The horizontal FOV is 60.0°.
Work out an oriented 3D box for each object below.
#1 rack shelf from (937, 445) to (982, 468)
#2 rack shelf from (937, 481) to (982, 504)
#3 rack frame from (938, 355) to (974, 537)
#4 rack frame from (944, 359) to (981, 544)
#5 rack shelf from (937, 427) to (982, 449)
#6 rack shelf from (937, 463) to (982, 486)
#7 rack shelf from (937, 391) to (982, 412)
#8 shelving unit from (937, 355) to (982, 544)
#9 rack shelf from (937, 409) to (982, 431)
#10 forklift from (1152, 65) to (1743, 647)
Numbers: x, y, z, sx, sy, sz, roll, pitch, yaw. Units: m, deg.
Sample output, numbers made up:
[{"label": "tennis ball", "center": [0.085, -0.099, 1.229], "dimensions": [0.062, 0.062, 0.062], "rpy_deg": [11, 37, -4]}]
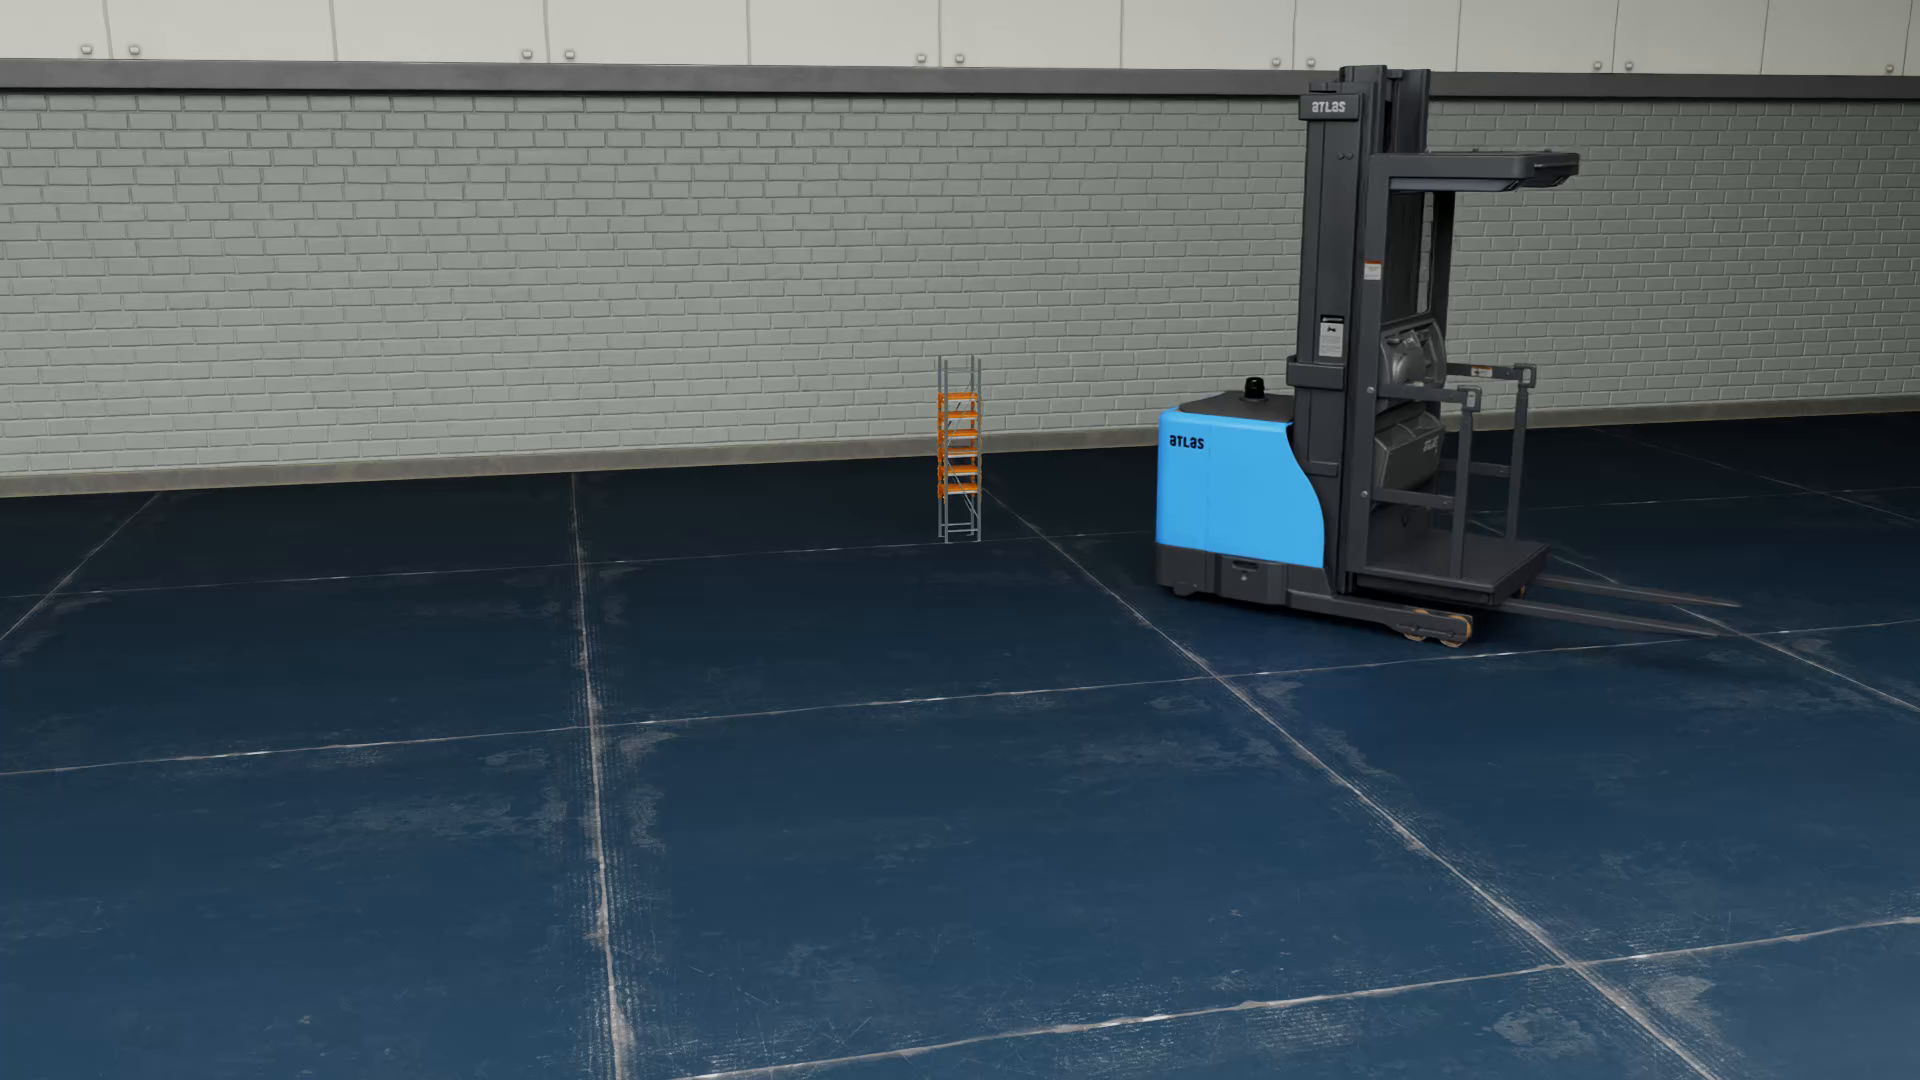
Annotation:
[{"label": "rack shelf", "center": [-0.003, -0.543, 10.809], "dimensions": [0.258, 0.103, 0.180], "rpy_deg": [-3, 14, -13]}, {"label": "rack shelf", "center": [-0.003, -0.310, 10.866], "dimensions": [0.258, 0.103, 0.180], "rpy_deg": [-3, 14, -13]}, {"label": "rack frame", "center": [-0.025, -0.607, 10.885], "dimensions": [0.240, 1.200, 0.006], "rpy_deg": [-3, 14, -13]}, {"label": "rack frame", "center": [0.018, -0.565, 10.712], "dimensions": [0.240, 1.200, 0.006], "rpy_deg": [-3, 14, -13]}, {"label": "rack shelf", "center": [-0.003, -0.660, 10.780], "dimensions": [0.258, 0.103, 0.180], "rpy_deg": [-3, 14, -13]}, {"label": "rack shelf", "center": [-0.003, -0.426, 10.837], "dimensions": [0.258, 0.103, 0.180], "rpy_deg": [-3, 14, -13]}, {"label": "rack shelf", "center": [-0.003, -0.893, 10.723], "dimensions": [0.258, 0.103, 0.180], "rpy_deg": [-3, 14, -13]}, {"label": "shelving unit", "center": [-0.003, -0.586, 10.798], "dimensions": [0.258, 1.200, 0.189], "rpy_deg": [-3, 14, -13]}, {"label": "rack shelf", "center": [-0.003, -0.776, 10.752], "dimensions": [0.258, 0.103, 0.180], "rpy_deg": [-3, 14, -13]}, {"label": "forklift", "center": [2.619, -1.010, 8.884], "dimensions": [3.031, 2.935, 1.130], "rpy_deg": [9, 16, 33]}]
